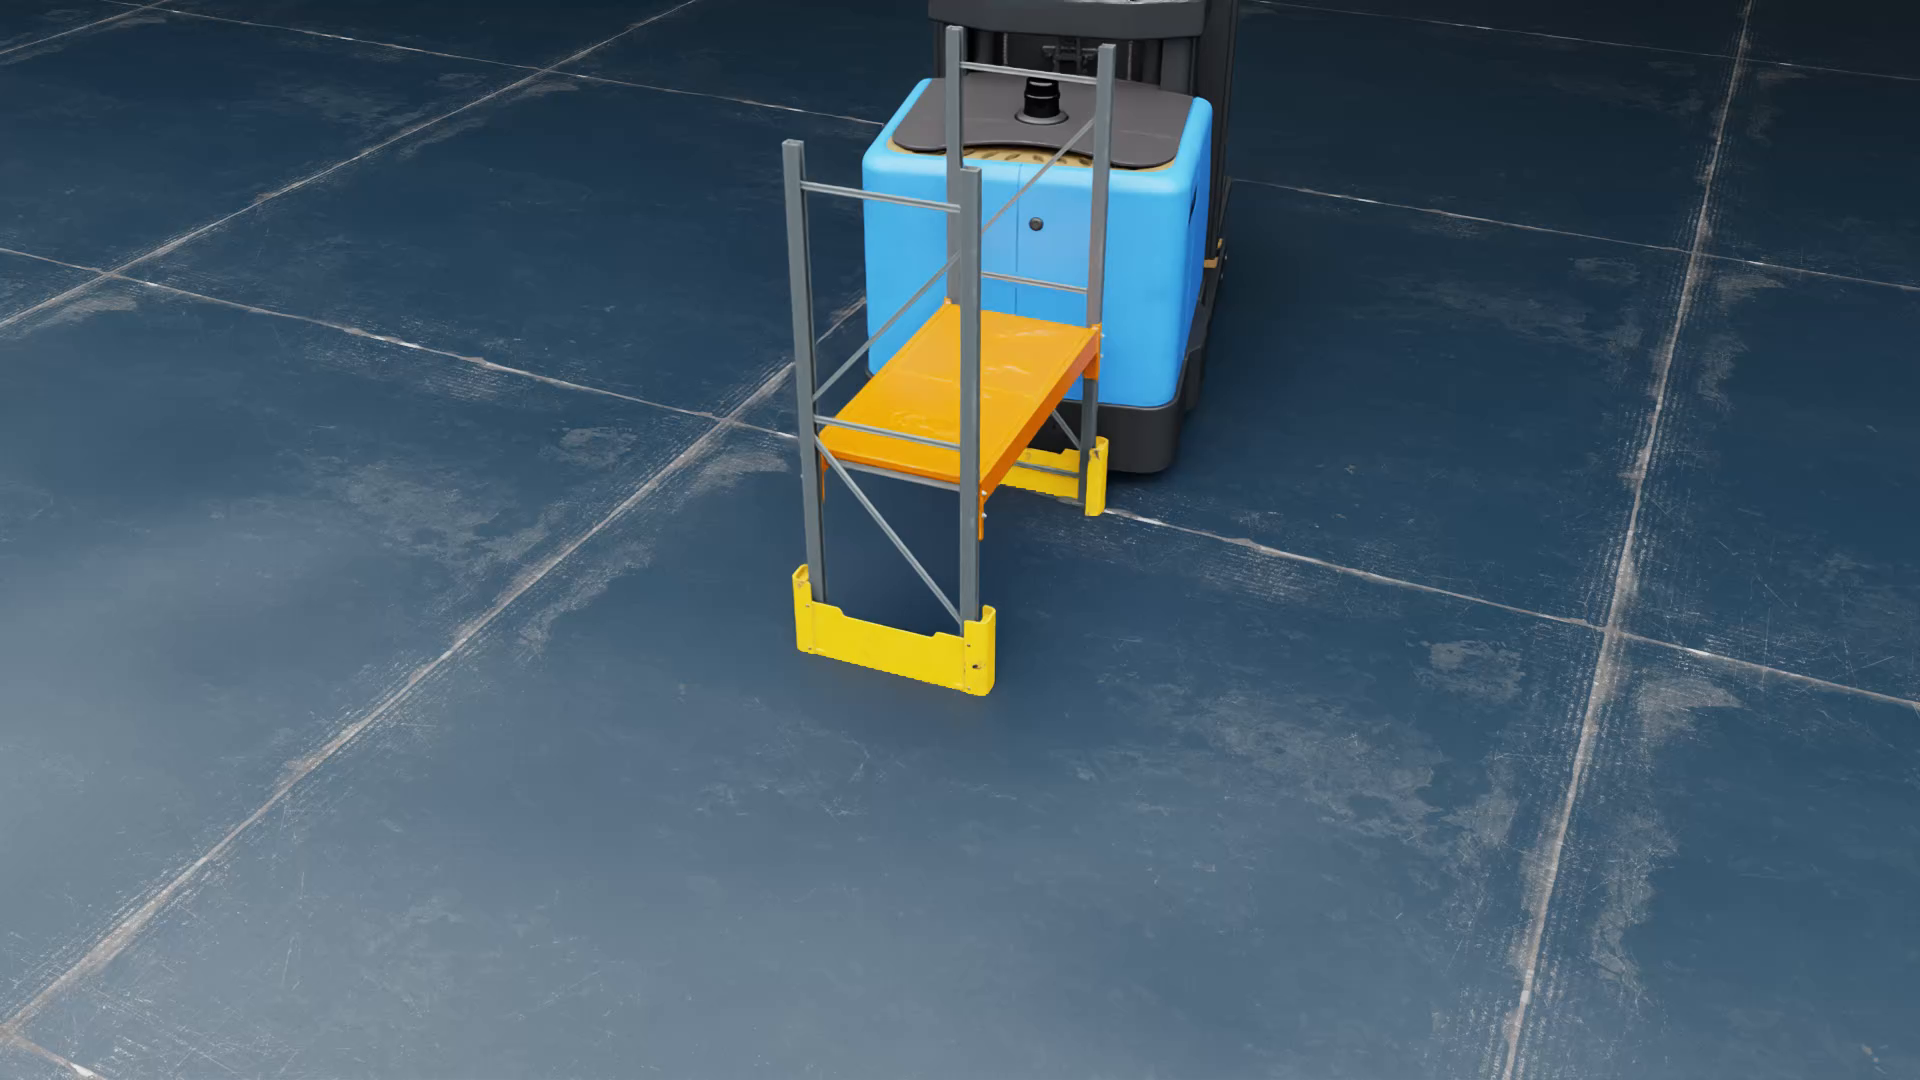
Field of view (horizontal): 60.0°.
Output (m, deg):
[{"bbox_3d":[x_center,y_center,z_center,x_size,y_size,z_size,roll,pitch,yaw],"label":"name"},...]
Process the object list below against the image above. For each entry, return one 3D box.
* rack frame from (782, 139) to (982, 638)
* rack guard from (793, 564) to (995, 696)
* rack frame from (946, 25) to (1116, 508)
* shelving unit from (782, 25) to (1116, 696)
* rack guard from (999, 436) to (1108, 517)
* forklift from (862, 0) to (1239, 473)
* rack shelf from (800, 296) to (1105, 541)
[{"bbox_3d":[-0.186,-0.272,4.297,0.500,1.500,0.032,13,35,18],"label":"rack frame"},{"bbox_3d":[-0.186,0.250,4.641,0.587,0.250,0.087,13,35,18],"label":"rack guard"},{"bbox_3d":[0.196,-0.789,5.085,0.500,1.500,0.032,13,35,18],"label":"rack frame"},{"bbox_3d":[0.001,-0.526,4.684,0.587,1.500,1.083,13,35,18],"label":"shelving unit"},{"bbox_3d":[0.189,-0.256,5.413,0.587,0.250,0.087,13,35,18],"label":"rack guard"},{"bbox_3d":[0.498,-2.244,6.000,1.130,2.935,3.031,7,34,10],"label":"forklift"},{"bbox_3d":[0.005,-0.380,4.790,0.538,0.185,1.000,13,35,18],"label":"rack shelf"}]
